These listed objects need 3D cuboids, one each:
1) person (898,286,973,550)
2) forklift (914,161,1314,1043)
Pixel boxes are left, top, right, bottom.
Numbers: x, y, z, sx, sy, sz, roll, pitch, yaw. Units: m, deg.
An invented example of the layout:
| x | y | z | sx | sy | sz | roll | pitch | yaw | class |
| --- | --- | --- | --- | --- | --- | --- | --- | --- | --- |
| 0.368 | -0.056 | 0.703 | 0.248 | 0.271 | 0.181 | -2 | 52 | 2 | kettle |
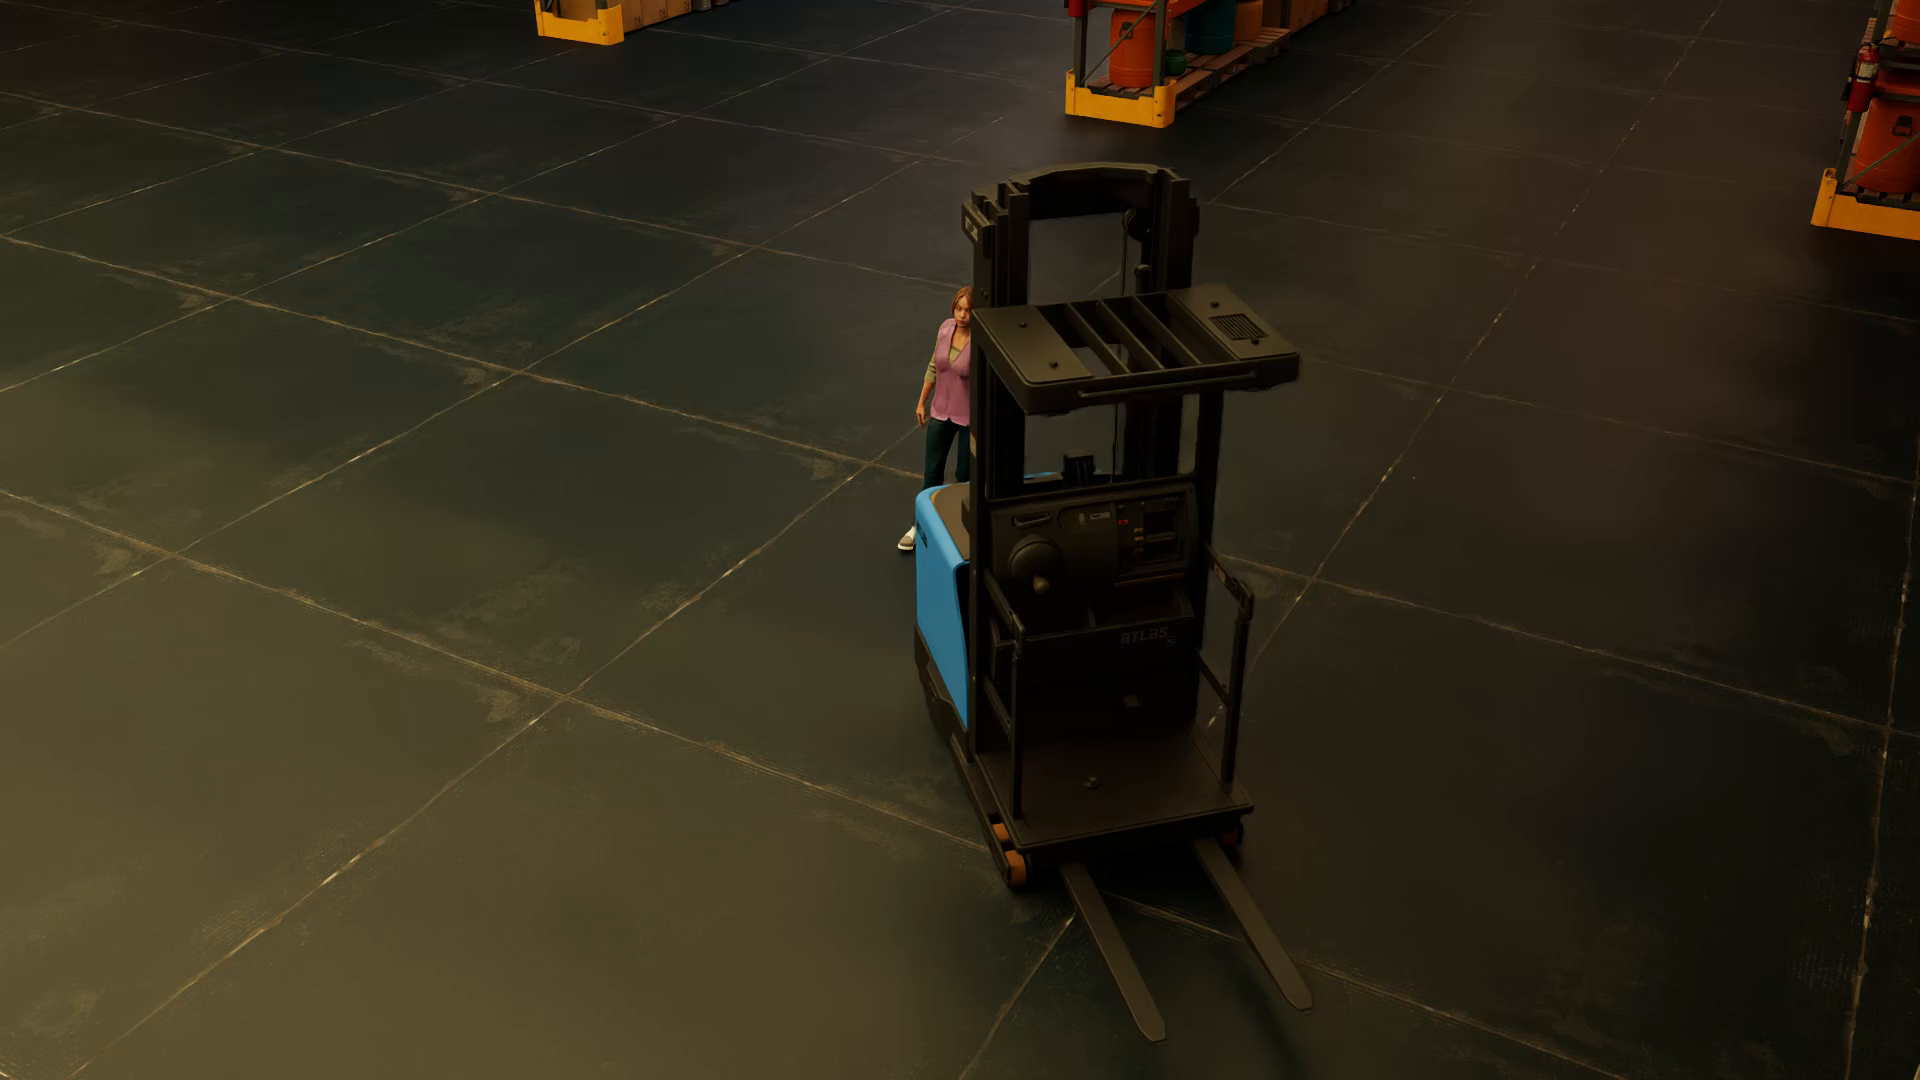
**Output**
| x | y | z | sx | sy | sz | roll | pitch | yaw | class |
| --- | --- | --- | --- | --- | --- | --- | --- | --- | --- |
| -0.048 | -0.668 | 9.549 | 0.521 | 1.599 | 0.473 | 15 | 33 | 25 | person |
| 0.644 | 0.045 | 6.992 | 1.130 | 2.935 | 3.031 | -8 | 31 | -13 | forklift |
